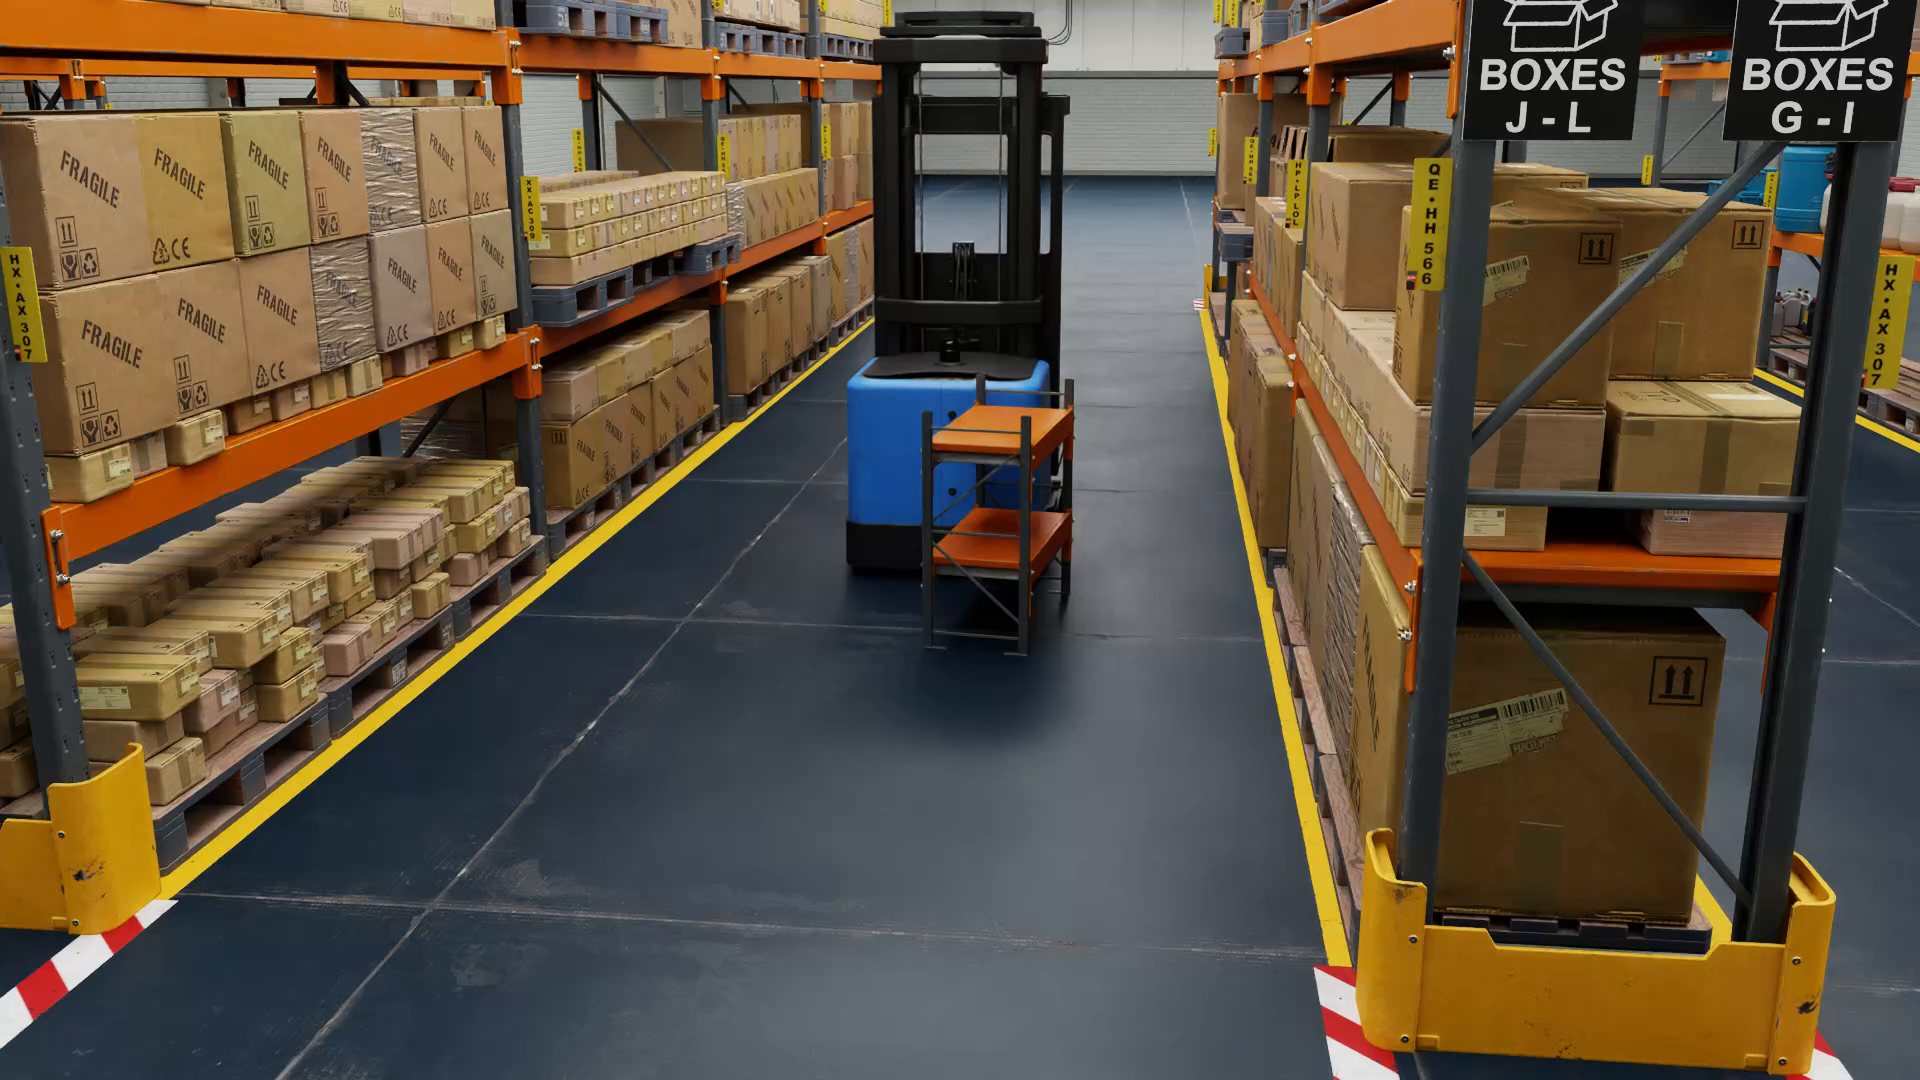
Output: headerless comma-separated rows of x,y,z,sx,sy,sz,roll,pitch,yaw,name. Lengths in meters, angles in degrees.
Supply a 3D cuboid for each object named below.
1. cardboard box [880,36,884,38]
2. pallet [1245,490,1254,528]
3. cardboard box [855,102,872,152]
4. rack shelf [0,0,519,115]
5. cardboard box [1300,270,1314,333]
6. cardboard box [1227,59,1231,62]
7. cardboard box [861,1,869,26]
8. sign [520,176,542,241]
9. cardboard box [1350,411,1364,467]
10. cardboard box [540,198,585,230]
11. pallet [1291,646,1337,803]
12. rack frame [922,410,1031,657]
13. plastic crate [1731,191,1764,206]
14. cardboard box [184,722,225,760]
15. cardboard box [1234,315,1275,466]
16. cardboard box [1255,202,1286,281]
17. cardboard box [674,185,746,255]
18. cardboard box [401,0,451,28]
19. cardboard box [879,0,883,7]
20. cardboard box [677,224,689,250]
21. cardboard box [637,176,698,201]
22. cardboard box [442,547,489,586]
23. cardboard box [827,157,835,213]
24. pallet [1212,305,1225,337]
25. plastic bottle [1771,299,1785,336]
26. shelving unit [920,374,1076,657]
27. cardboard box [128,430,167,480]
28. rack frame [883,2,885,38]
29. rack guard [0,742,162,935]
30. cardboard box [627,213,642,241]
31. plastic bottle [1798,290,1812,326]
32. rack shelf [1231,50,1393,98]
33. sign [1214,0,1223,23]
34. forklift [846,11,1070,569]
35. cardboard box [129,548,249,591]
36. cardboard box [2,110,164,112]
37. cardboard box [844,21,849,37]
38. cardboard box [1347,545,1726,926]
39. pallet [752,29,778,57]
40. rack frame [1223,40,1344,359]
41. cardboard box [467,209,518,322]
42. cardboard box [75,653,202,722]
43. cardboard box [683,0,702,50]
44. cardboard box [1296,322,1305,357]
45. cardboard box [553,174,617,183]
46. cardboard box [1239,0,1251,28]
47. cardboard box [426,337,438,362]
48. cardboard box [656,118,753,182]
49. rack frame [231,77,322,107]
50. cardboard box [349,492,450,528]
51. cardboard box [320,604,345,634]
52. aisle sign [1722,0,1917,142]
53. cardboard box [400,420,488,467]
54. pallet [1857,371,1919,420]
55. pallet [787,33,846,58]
-1.100,-5.897,19.463,0.380,0.149,0.250,2,15,6,cardboard box
2.311,-0.304,10.384,1.003,0.211,1.213,2,15,6,pallet
-1.450,-4.769,19.195,0.875,0.550,0.550,2,15,6,cardboard box
-2.979,-1.885,6.519,1.077,0.370,4.000,2,15,6,rack shelf
1.851,-1.088,7.657,0.500,0.250,0.500,1,15,5,cardboard box
2.980,-4.975,16.854,0.500,0.250,0.500,2,15,6,cardboard box
-1.291,-5.791,18.305,0.500,0.250,0.500,2,15,6,cardboard box
-2.213,-1.707,8.570,0.100,0.325,0.005,2,15,6,sign
1.539,-0.339,5.651,0.380,0.149,0.250,1,15,5,cardboard box
-2.251,-1.760,8.963,0.380,0.149,0.250,2,15,9,cardboard box
1.865,0.727,6.568,1.003,0.211,1.213,2,15,6,pallet
0.073,-0.024,7.596,0.500,1.125,0.032,4,16,14,rack frame
7.843,-3.283,16.342,0.499,0.251,0.616,2,15,6,plastic crate
-2.879,0.711,5.943,0.380,0.149,0.250,2,15,6,cardboard box
2.409,-0.936,10.643,1.225,0.875,0.875,2,15,6,cardboard box
2.234,-1.965,10.990,0.500,0.500,0.500,1,15,5,cardboard box
-1.983,-2.497,12.960,0.500,0.500,0.500,2,15,7,cardboard box
-2.608,-2.414,7.385,0.500,0.250,0.500,2,15,6,cardboard box
-1.100,-6.281,19.354,0.380,0.149,0.250,2,15,7,cardboard box
-2.019,-2.015,11.045,0.380,0.149,0.250,1,15,4,cardboard box
-1.988,-2.366,11.204,0.380,0.149,0.250,2,15,8,cardboard box
-2.537,0.117,8.139,0.380,0.149,0.250,1,15,4,cardboard box
-1.781,-3.690,17.274,0.875,0.550,0.550,2,15,6,cardboard box
3.243,-2.352,17.957,1.003,0.211,1.213,2,15,6,pallet
7.918,-2.165,16.153,0.144,0.351,0.185,2,15,6,plastic bottle
0.200,-0.152,8.071,0.538,1.125,1.048,4,16,14,shelving unit
-2.854,-0.286,5.455,0.380,0.149,0.250,2,15,8,cardboard box
-1.399,-7.312,19.462,1.000,3.000,0.127,2,15,6,rack frame
-3.196,0.921,5.298,1.175,0.500,0.348,2,15,6,rack guard
-2.138,-1.889,10.007,0.380,0.149,0.250,2,15,9,cardboard box
8.561,-2.350,16.838,0.144,0.351,0.185,2,15,6,plastic bottle
2.841,-3.788,13.555,1.077,0.370,4.000,2,15,6,rack shelf
2.979,-6.129,19.161,0.100,0.325,0.005,2,15,6,sign
0.072,-1.580,9.892,1.130,2.935,3.031,2,15,6,forklift
-3.201,0.140,6.916,0.380,0.149,0.250,1,15,4,cardboard box
-3.293,-1.333,6.168,0.500,0.500,0.500,2,15,9,cardboard box
-1.358,-5.304,17.270,0.380,0.149,0.250,1,15,5,cardboard box
1.705,0.561,5.106,0.875,0.875,0.875,2,15,6,cardboard box
-2.158,-4.156,13.901,1.003,0.211,1.213,2,15,9,pallet
3.067,-3.206,15.771,1.000,3.000,0.127,2,15,6,rack frame
-2.527,-1.361,8.189,0.500,0.500,0.500,2,15,6,cardboard box
-2.808,0.495,5.604,0.380,0.149,0.250,1,15,4,cardboard box
-2.113,-3.681,11.592,0.500,0.500,0.500,2,15,6,cardboard box
1.800,-0.943,7.883,0.380,0.149,0.250,2,15,6,cardboard box
-2.606,-2.462,11.557,0.380,0.149,0.250,2,15,6,cardboard box
2.915,-4.787,14.871,0.797,0.503,0.637,1,15,3,cardboard box
-2.660,-0.899,7.720,0.380,0.149,0.250,1,15,5,cardboard box
-2.129,-3.252,13.835,0.700,0.500,0.500,1,15,5,cardboard box
-6.780,-3.498,16.851,1.000,3.000,0.127,2,15,6,rack frame
-2.652,-0.120,7.876,0.380,0.149,0.250,2,15,8,cardboard box
-2.802,0.294,6.916,0.380,0.149,0.250,2,15,9,cardboard box
2.003,-1.321,3.820,0.394,0.787,0.004,2,15,6,aisle sign
-2.920,-0.499,9.744,0.500,0.500,0.500,1,15,5,cardboard box
7.803,-1.192,13.665,1.003,0.211,1.213,2,15,6,pallet
-1.747,-4.995,16.812,1.003,0.211,1.213,2,15,6,pallet
